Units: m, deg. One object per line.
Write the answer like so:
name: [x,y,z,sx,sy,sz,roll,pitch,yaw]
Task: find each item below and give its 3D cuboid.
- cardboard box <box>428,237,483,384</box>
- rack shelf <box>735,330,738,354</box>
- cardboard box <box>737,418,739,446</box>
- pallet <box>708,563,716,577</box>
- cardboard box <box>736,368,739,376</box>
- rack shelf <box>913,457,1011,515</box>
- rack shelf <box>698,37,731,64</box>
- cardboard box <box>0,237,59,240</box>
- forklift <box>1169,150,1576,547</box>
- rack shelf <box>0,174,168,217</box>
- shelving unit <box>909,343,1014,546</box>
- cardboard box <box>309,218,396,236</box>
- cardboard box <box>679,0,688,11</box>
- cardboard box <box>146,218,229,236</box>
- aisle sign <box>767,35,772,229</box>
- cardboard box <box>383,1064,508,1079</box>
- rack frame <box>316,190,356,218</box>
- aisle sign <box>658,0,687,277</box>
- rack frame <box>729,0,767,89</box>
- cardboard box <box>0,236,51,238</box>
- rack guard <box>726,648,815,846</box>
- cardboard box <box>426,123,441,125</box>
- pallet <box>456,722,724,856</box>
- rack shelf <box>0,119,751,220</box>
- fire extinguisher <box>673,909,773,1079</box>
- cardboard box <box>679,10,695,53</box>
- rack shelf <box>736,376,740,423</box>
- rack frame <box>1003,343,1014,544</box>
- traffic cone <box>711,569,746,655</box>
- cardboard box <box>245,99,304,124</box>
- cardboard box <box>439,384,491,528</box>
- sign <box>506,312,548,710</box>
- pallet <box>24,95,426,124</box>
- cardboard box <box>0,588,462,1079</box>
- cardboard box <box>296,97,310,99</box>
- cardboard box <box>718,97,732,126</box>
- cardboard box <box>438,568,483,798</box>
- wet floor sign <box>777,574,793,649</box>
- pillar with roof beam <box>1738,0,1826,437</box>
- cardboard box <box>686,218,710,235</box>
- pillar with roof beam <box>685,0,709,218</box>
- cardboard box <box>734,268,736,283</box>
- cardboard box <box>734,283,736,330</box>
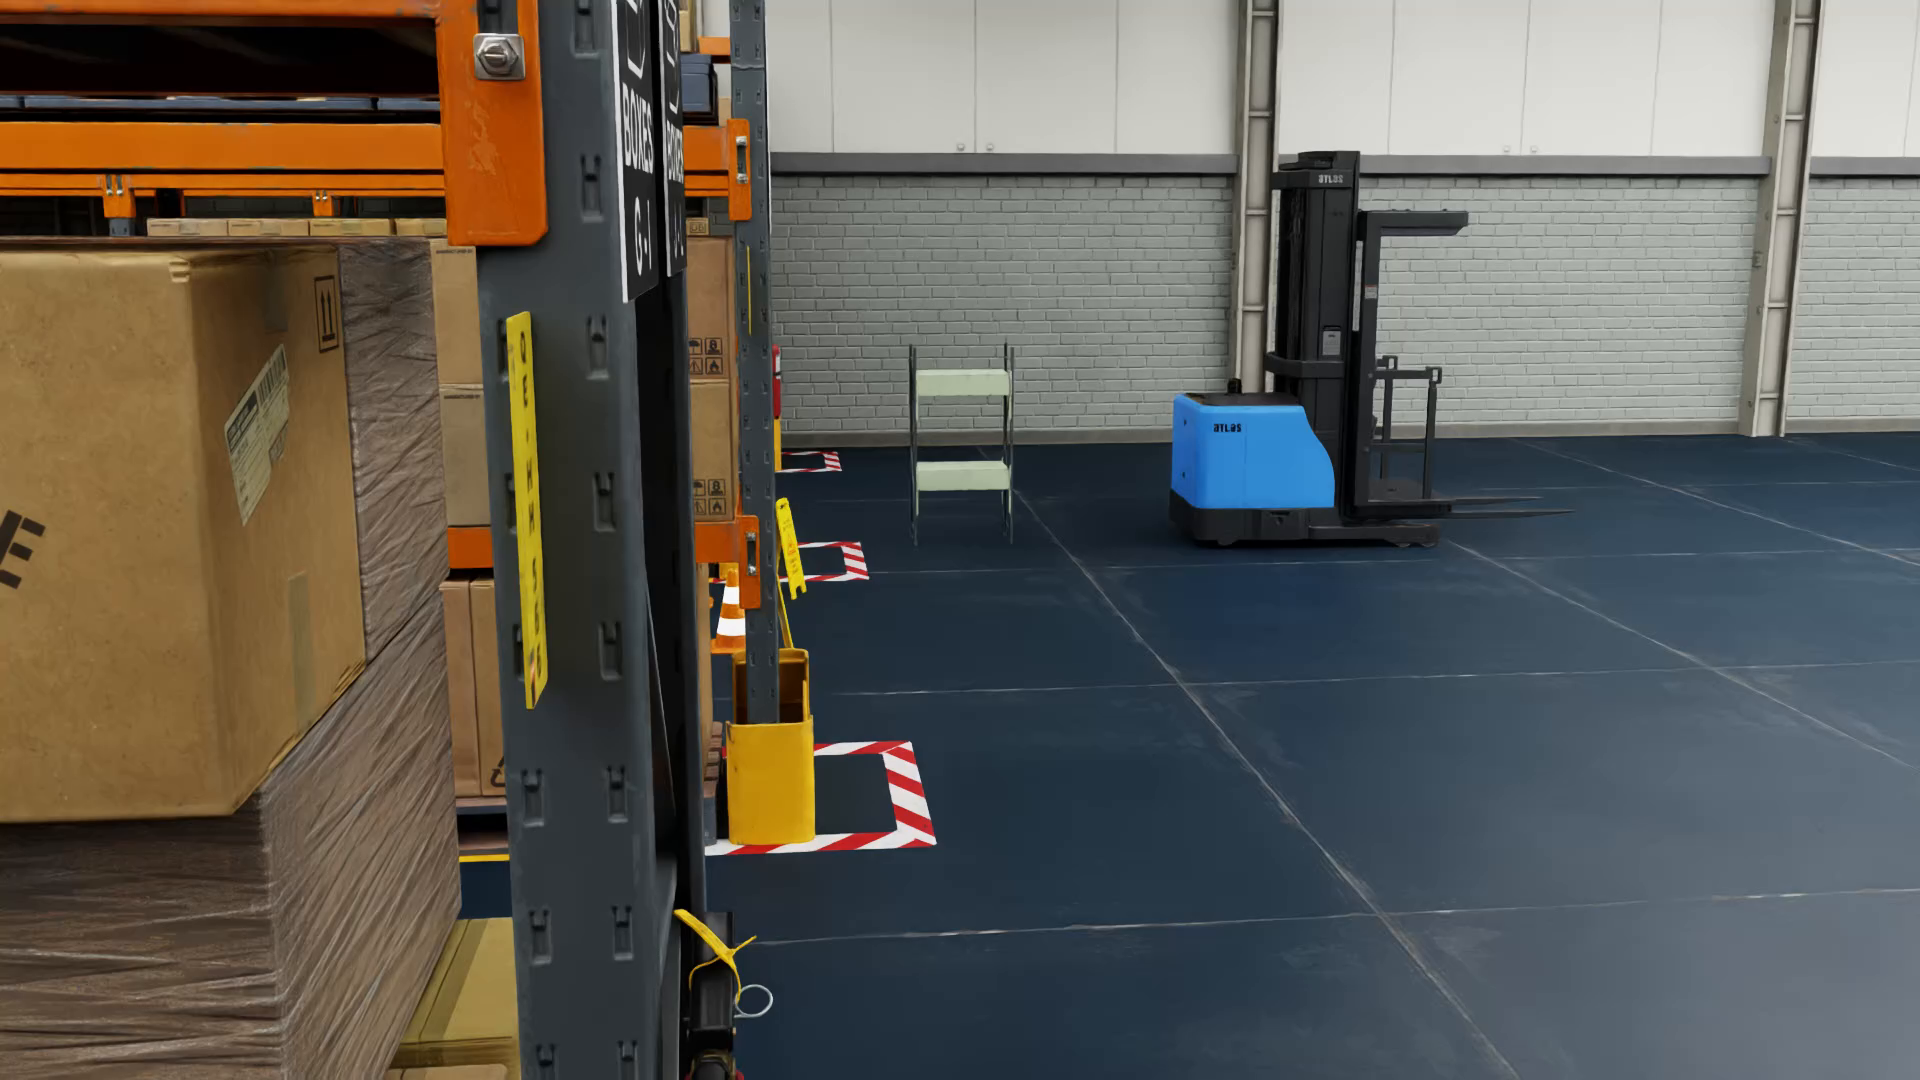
cardboard box: [-1.750,-0.937,6.671,0.550,0.550,0.875,-1,11,-6]
rack shelf: [-4.003,-1.867,16.456,4.000,0.370,1.077,-1,11,-6]
cardboard box: [-2.447,-1.049,16.465,0.500,0.250,0.500,-1,11,-6]
pallet: [-2.362,0.070,11.966,1.213,0.211,1.003,-1,11,-6]
cardboard box: [-2.438,-1.540,16.374,0.500,0.250,0.500,-1,11,-4]
rack shelf: [0.007,-0.416,12.787,0.720,0.370,0.431,-1,11,-6]
rack shelf: [-4.003,-4.615,15.916,4.000,0.370,1.077,-1,11,-6]
cardboard box: [-1.478,-0.127,2.117,0.500,0.500,0.500,-1,11,-6]
forklift: [3.228,-1.486,12.827,3.031,2.935,1.130,-1,11,-4]
rack shelf: [-7.440,-2.304,10.901,4.000,0.370,1.077,-1,11,-6]
shelving unit: [0.007,-0.736,12.724,0.755,1.500,0.431,-1,11,-6]
cardboard box: [-3.978,-1.892,11.093,0.500,0.500,0.700,-1,11,-7]
cardboard box: [-1.296,-2.099,6.261,0.500,0.250,0.500,-1,11,-5]
cardboard box: [-4.990,-1.880,11.033,0.500,0.500,0.700,-1,11,-7]
aisle sign: [-0.802,-1.698,6.988,0.004,0.787,0.394,-1,11,-6]
cardboard box: [-0.665,0.759,1.883,0.250,0.149,0.380,-1,11,-6]
rack frame: [-5.991,-2.179,16.175,0.127,3.000,1.000,-1,11,-6]
aisle sign: [-0.375,-0.744,2.138,0.004,0.787,0.394,-1,11,-6]
rack frame: [-0.840,-3.307,6.360,0.127,3.000,1.000,-1,11,-6]
cardboard box: [-3.911,-0.918,6.574,0.550,0.550,0.875,-1,11,-6]
rack guard: [-0.816,0.863,7.183,0.348,0.500,1.175,-1,11,-6]
cardboard box: [-3.472,-2.759,10.969,0.500,0.250,0.500,-1,11,-6]
pallet: [-1.626,1.037,7.047,1.213,0.211,1.003,-1,11,-6]
rack shelf: [-2.828,-1.440,6.507,4.000,0.370,1.077,-1,11,-6]
fire extinguisher: [-0.241,0.714,1.660,0.183,0.674,0.296,-1,11,-6]
cardboard box: [-1.134,-1.895,6.258,0.250,0.149,0.380,-1,11,-6]
rack shelf: [-3.463,-0.916,11.614,4.000,0.370,1.077,-1,11,-6]
rack frame: [0.371,-0.744,12.763,0.023,1.500,0.400,-1,11,-6]
traffic cone: [-1.305,0.397,9.651,0.334,0.463,0.336,-1,11,-6]
cardboard box: [-4.473,-2.740,10.873,0.500,0.250,0.500,-1,11,-7]
cardboard box: [-1.748,-0.405,6.762,0.550,0.550,0.875,-1,11,-6]
sign: [-0.364,-0.026,1.404,0.005,0.325,0.100,-1,11,-6]
pallet: [-2.792,-1.748,6.437,1.213,0.211,1.003,-1,11,-6]
cardboard box: [-0.954,0.401,2.020,0.500,0.500,0.875,-1,11,-6]
cardboard box: [-4.320,-2.926,10.783,0.250,0.149,0.380,-1,11,-7]
cardboard box: [-2.428,-3.982,15.965,0.500,0.500,0.500,-1,11,-4]
cardboard box: [-2.381,0.519,6.872,0.875,0.875,0.875,-1,11,-7]
wet floor sign: [-1.025,0.412,9.101,0.232,0.644,0.267,-3,12,-16]
pillar with roof beam: [9.591,-4.789,13.897,0.400,9.000,9.100,-1,11,-6]
cardboard box: [-1.959,-1.943,11.355,0.500,0.500,0.700,-1,11,-7]
pillar with roof beam: [-2.339,-4.539,12.626,0.400,9.000,9.100,-1,11,-6]
cardboard box: [-2.380,-2.672,16.743,0.250,0.149,0.380,-1,11,-8]
cardboard box: [-2.537,-2.354,16.807,0.500,0.500,0.500,-1,11,-4]
